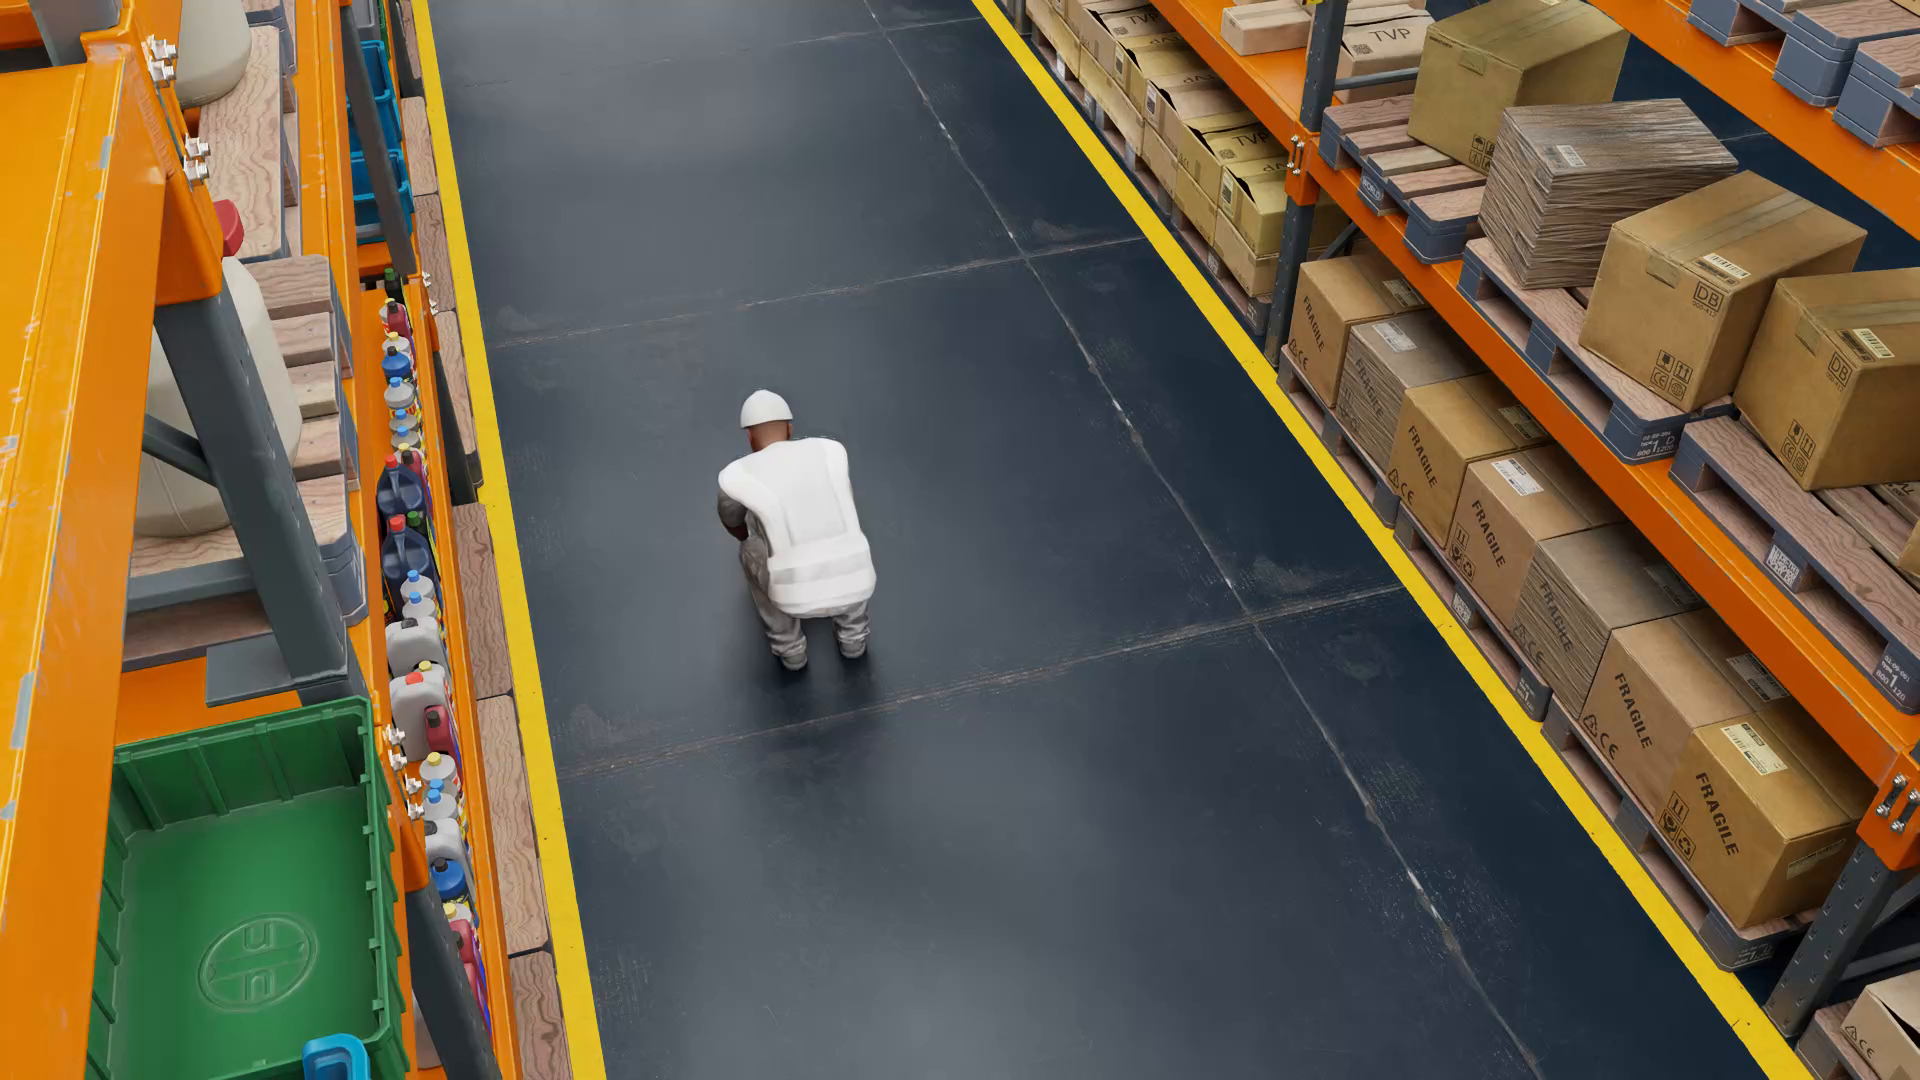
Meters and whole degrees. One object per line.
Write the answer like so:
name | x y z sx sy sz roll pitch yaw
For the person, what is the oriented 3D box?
person | -0.666 -0.020 6.756 0.578 1.005 0.919 -11 43 -12
